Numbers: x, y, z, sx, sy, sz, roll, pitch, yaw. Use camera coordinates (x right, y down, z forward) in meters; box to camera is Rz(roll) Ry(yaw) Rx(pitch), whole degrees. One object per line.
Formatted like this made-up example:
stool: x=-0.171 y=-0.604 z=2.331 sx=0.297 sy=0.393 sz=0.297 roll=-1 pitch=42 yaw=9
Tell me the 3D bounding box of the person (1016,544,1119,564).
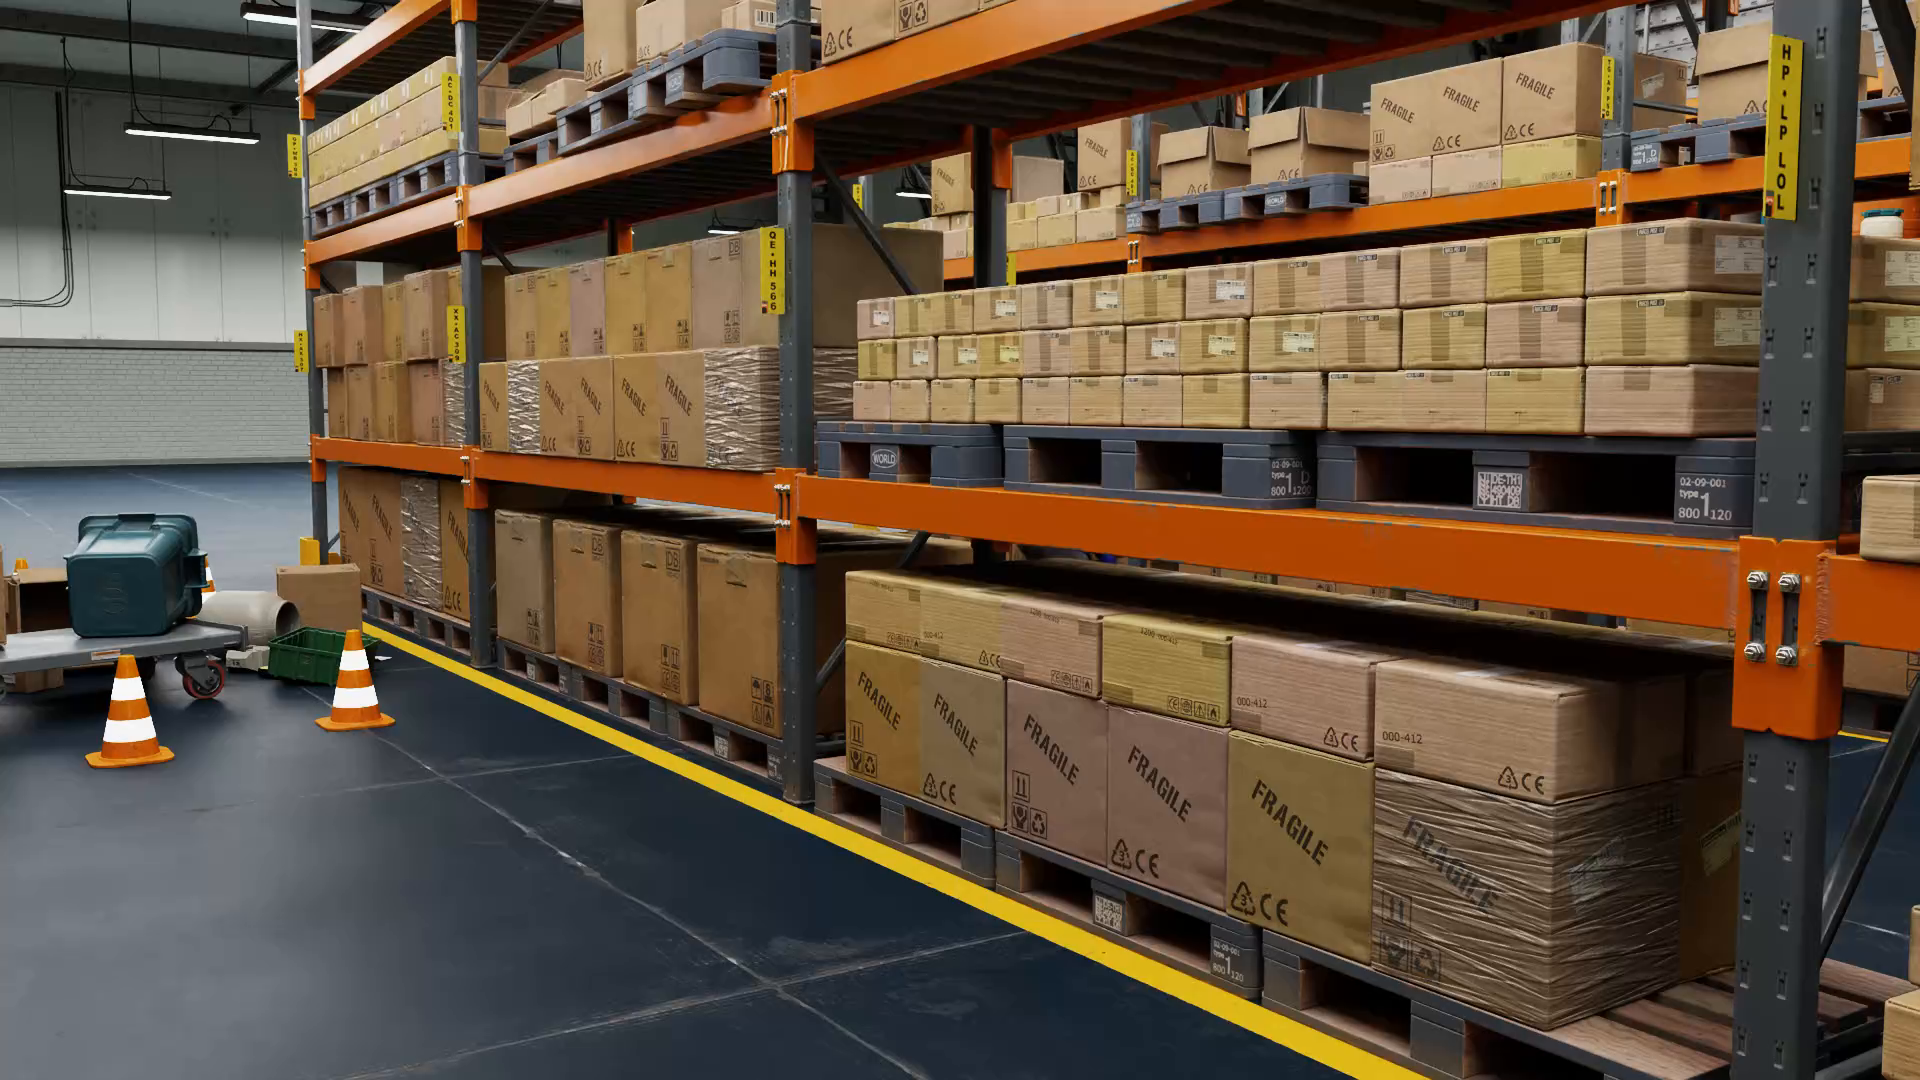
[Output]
person: x=0.764 y=0.237 z=11.055 sx=0.866 sy=0.864 sz=0.465 roll=-4 pitch=6 yaw=-36
